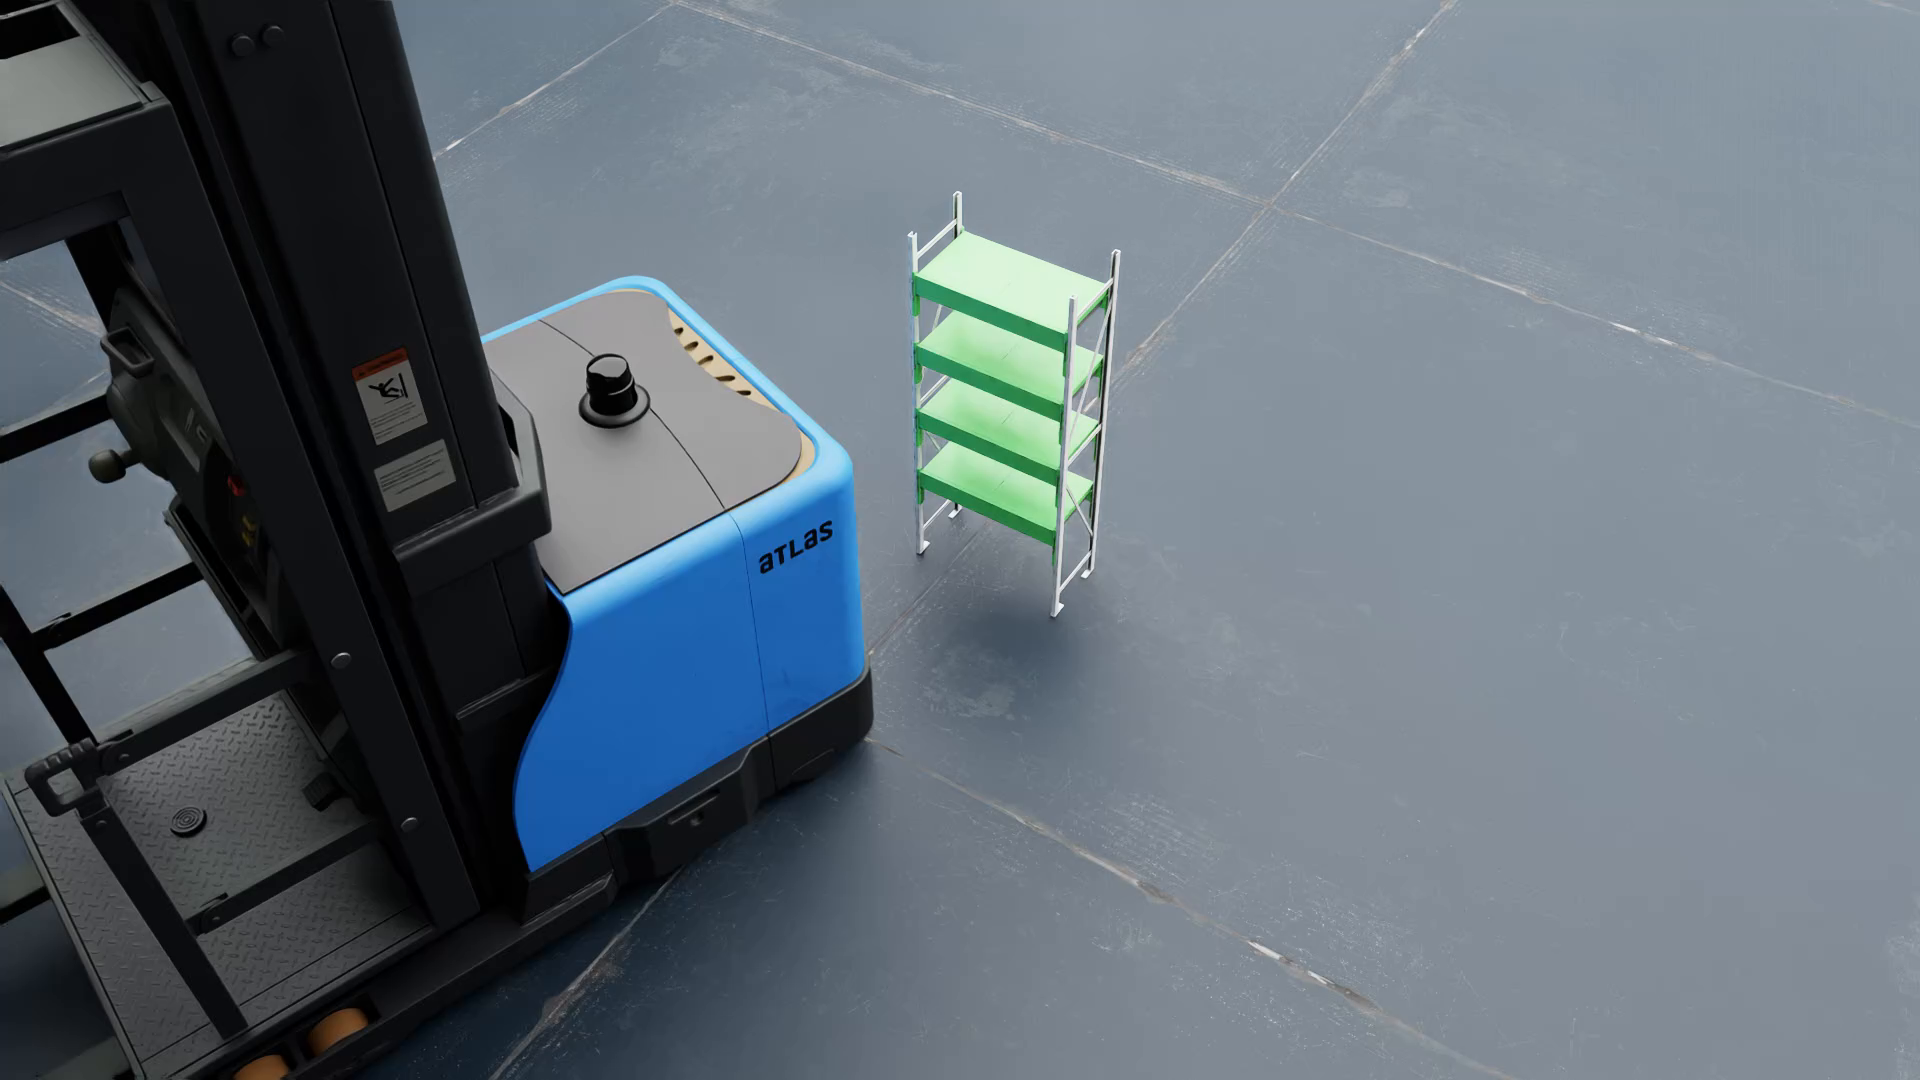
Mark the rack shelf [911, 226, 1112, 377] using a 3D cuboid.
[{"bbox_3d":[0.139,-0.644,4.459,0.480,0.148,0.258,25,51,22],"label":"rack shelf"}]

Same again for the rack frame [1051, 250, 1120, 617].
[{"bbox_3d":[0.345,-0.260,4.666,0.015,1.200,0.240,25,51,22],"label":"rack frame"}]

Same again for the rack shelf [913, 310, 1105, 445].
[{"bbox_3d":[0.139,-0.477,4.631,0.480,0.148,0.258,25,51,22],"label":"rack shelf"}]

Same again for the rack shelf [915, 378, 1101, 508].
[{"bbox_3d":[0.139,-0.310,4.803,0.480,0.148,0.258,25,51,22],"label":"rack shelf"}]

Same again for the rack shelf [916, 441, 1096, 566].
[{"bbox_3d":[0.139,-0.142,4.975,0.480,0.148,0.258,25,51,22],"label":"rack shelf"}]

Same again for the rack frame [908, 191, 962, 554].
[{"bbox_3d":[-0.066,-0.449,4.849,0.015,1.200,0.240,25,51,22],"label":"rack frame"}]

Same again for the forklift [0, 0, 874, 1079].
[{"bbox_3d":[-1.713,-0.083,3.287,3.031,2.935,1.130,-29,53,-26],"label":"forklift"}]

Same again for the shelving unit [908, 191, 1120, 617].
[{"bbox_3d":[0.139,-0.354,4.757,0.503,1.200,0.258,25,51,22],"label":"shelving unit"}]
